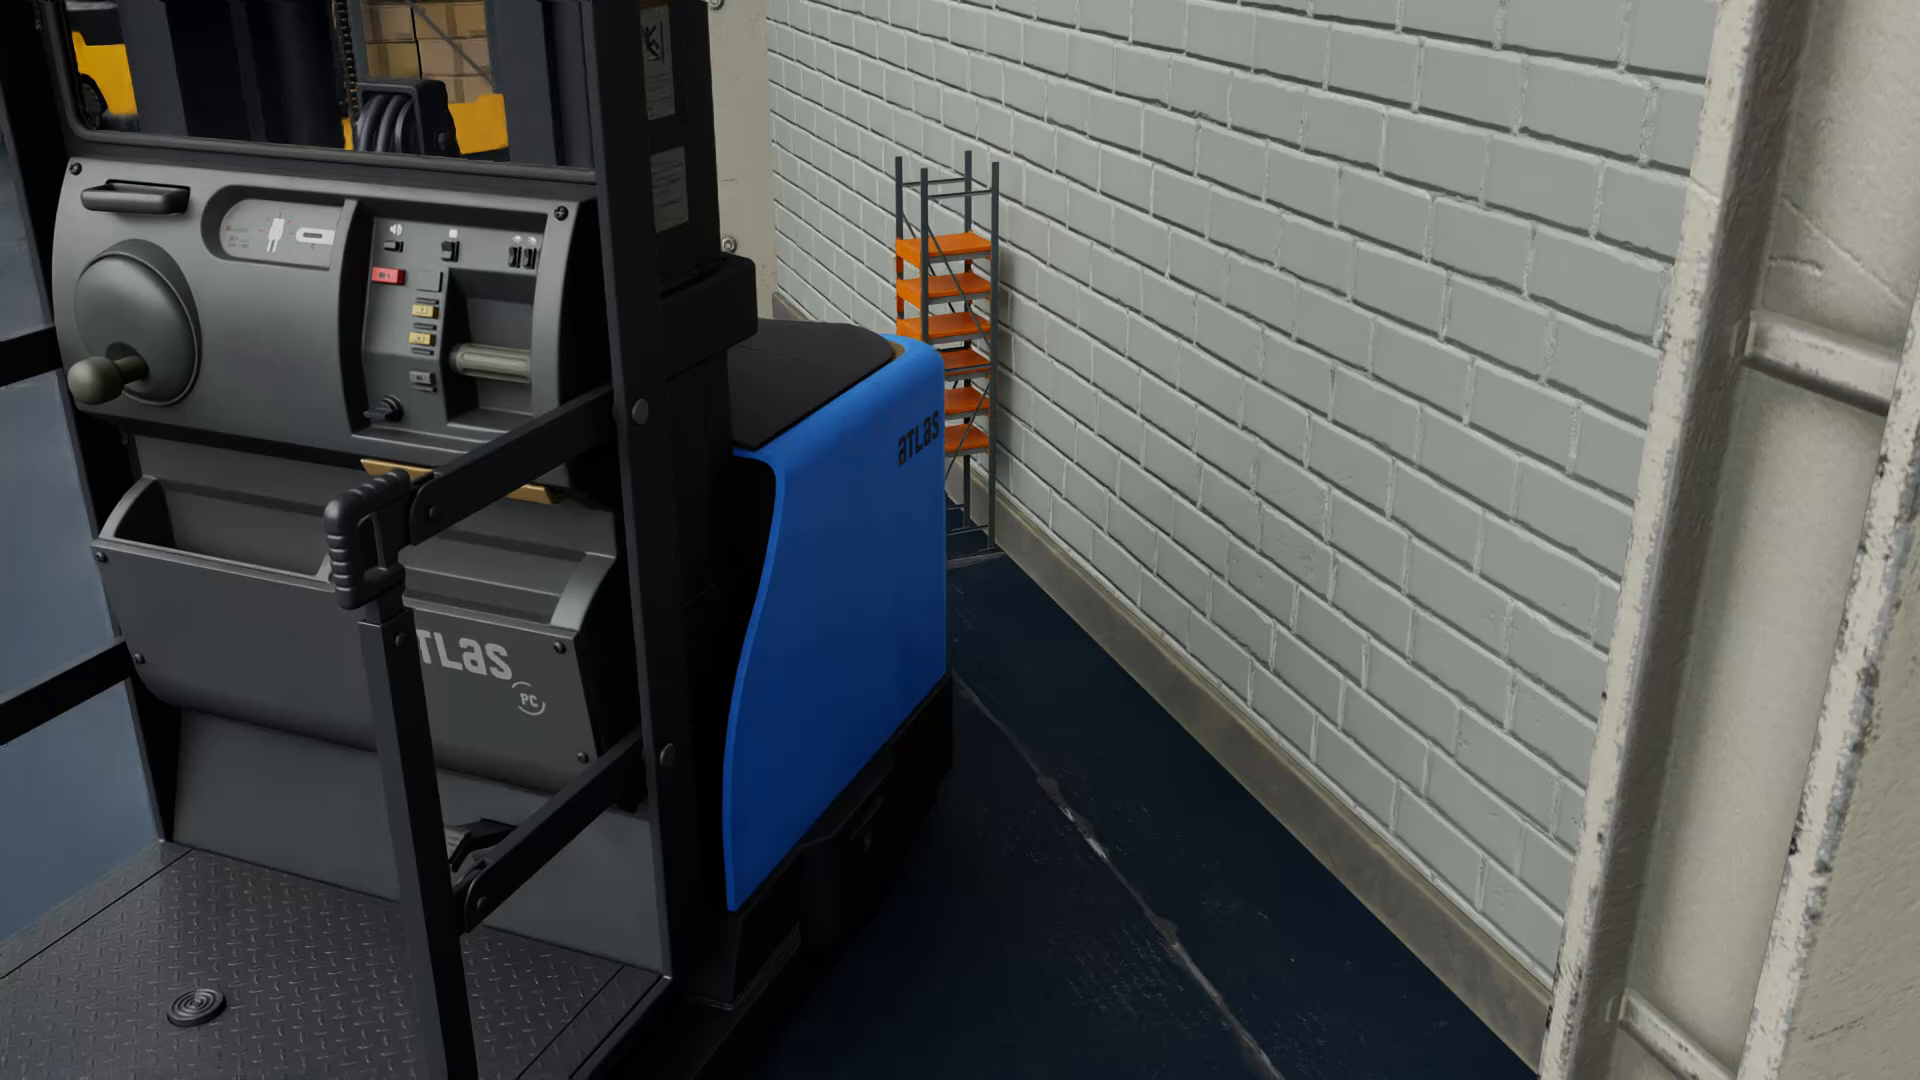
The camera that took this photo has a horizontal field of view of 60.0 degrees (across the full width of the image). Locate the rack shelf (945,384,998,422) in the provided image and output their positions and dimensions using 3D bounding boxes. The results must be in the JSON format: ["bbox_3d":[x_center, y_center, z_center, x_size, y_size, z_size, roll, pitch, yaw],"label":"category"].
[{"bbox_3d":[-0.040,-0.382,5.029,0.258,0.103,0.180,-10,26,-22],"label":"rack shelf"}]

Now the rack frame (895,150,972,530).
[{"bbox_3d":[-0.077,-0.566,5.039,0.240,1.200,0.006,-10,26,-22],"label":"rack frame"}]

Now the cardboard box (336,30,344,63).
[{"bbox_3d":[-4.580,-3.881,12.951,0.500,0.250,0.500,-9,24,-20],"label":"cardboard box"}]

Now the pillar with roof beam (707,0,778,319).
[{"bbox_3d":[-5.057,-4.592,4.558,9.100,9.000,0.400,-8,24,-19],"label":"pillar with roof beam"}]

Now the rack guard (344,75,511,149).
[{"bbox_3d":[-3.738,-3.061,11.868,1.175,0.500,0.348,-8,24,-19],"label":"rack guard"}]

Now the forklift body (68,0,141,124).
[{"bbox_3d":[-6.123,-4.269,12.609,2.313,2.155,1.214,-8,24,-19],"label":"forklift body"}]

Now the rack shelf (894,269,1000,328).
[{"bbox_3d":[-0.039,-0.711,4.884,0.258,0.103,0.180,-10,26,-22],"label":"rack shelf"}]

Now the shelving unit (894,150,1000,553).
[{"bbox_3d":[-0.039,-0.532,4.963,0.258,1.200,0.189,-10,26,-22],"label":"shelving unit"}]

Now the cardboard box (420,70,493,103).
[{"bbox_3d":[-3.737,-3.353,12.343,0.500,0.250,0.500,-8,24,-19],"label":"cardboard box"}]

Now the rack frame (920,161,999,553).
[{"bbox_3d":[-0.001,-0.499,4.886,0.240,1.200,0.006,-10,26,-22],"label":"rack frame"}]

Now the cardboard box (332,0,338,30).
[{"bbox_3d":[-4.574,-4.100,12.827,0.500,0.250,0.500,-8,24,-18],"label":"cardboard box"}]

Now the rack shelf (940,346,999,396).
[{"bbox_3d":[-0.039,-0.492,4.980,0.258,0.103,0.180,-10,26,-22],"label":"rack shelf"}]

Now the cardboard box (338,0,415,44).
[{"bbox_3d":[-4.201,-3.733,11.957,0.500,0.250,0.500,-8,24,-17],"label":"cardboard box"}]

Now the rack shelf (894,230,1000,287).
[{"bbox_3d":[-0.039,-0.821,4.835,0.258,0.103,0.180,-10,26,-22],"label":"rack shelf"}]

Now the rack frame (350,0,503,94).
[{"bbox_3d":[-3.746,-4.221,11.403,1.000,3.000,0.127,-8,24,-19],"label":"rack frame"}]

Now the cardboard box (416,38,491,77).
[{"bbox_3d":[-3.718,-3.577,12.232,0.500,0.250,0.500,-8,24,-18],"label":"cardboard box"}]

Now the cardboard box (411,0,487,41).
[{"bbox_3d":[-3.739,-3.809,12.138,0.500,0.250,0.500,-9,24,-20],"label":"cardboard box"}]

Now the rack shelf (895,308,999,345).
[{"bbox_3d":[-0.039,-0.601,4.932,0.258,0.103,0.180,-10,26,-22],"label":"rack shelf"}]

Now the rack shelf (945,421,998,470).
[{"bbox_3d":[-0.040,-0.272,5.077,0.258,0.103,0.180,-10,26,-22],"label":"rack shelf"}]

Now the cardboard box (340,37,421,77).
[{"bbox_3d":[-4.211,-3.512,12.077,0.500,0.250,0.500,-9,24,-20],"label":"cardboard box"}]

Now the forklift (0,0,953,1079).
[{"bbox_3d":[-1.036,-0.324,2.244,1.130,2.935,3.031,9,24,20],"label":"forklift"}]

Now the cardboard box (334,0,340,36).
[{"bbox_3d":[-4.386,-3.918,12.395,0.500,0.250,0.500,-8,24,-18],"label":"cardboard box"}]

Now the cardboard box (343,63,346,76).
[{"bbox_3d":[-4.747,-3.826,13.464,0.500,0.250,0.500,-8,24,-17],"label":"cardboard box"}]
